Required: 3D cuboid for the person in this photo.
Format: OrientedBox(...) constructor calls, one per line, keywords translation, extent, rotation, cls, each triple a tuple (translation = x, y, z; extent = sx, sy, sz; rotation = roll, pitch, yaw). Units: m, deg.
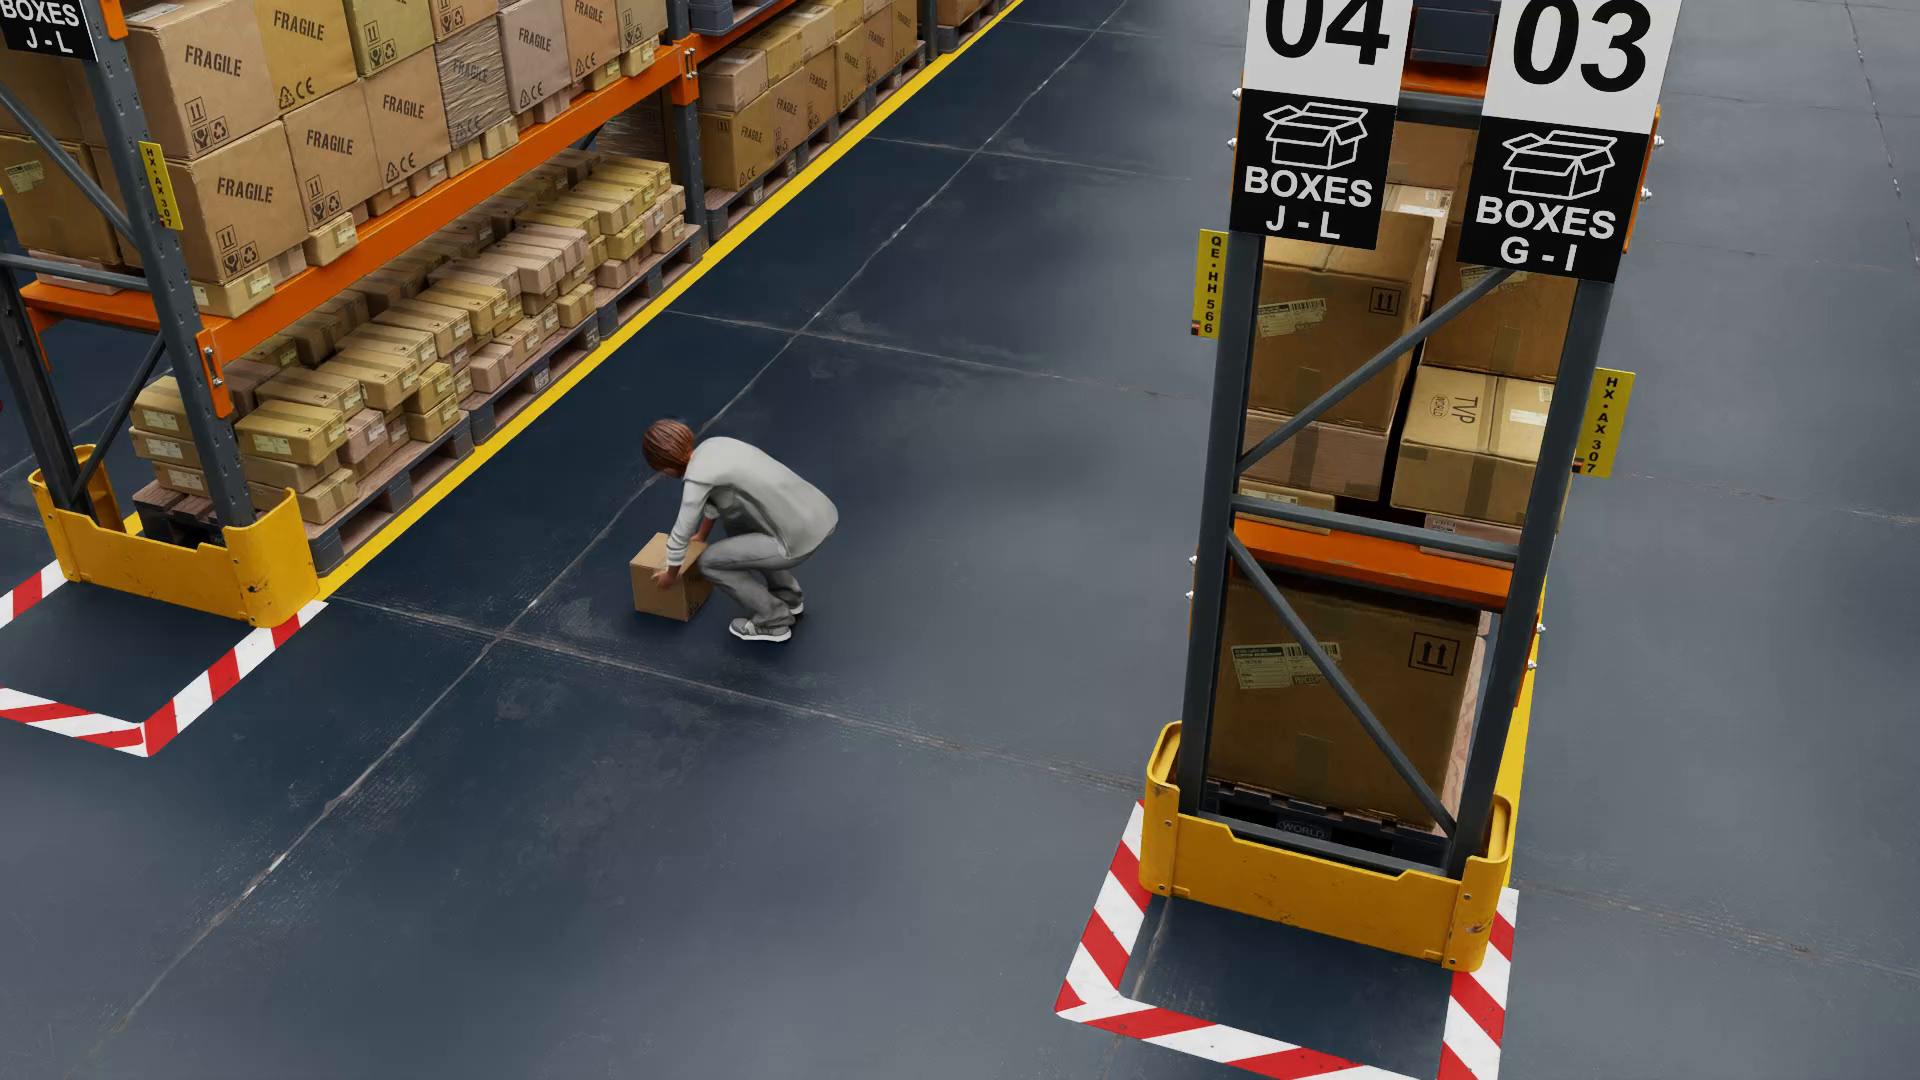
OrientedBox(translation=(-0.838, 0.009, 6.825), extent=(0.648, 0.835, 0.446), rotation=(11, 35, 16), cls="person")
